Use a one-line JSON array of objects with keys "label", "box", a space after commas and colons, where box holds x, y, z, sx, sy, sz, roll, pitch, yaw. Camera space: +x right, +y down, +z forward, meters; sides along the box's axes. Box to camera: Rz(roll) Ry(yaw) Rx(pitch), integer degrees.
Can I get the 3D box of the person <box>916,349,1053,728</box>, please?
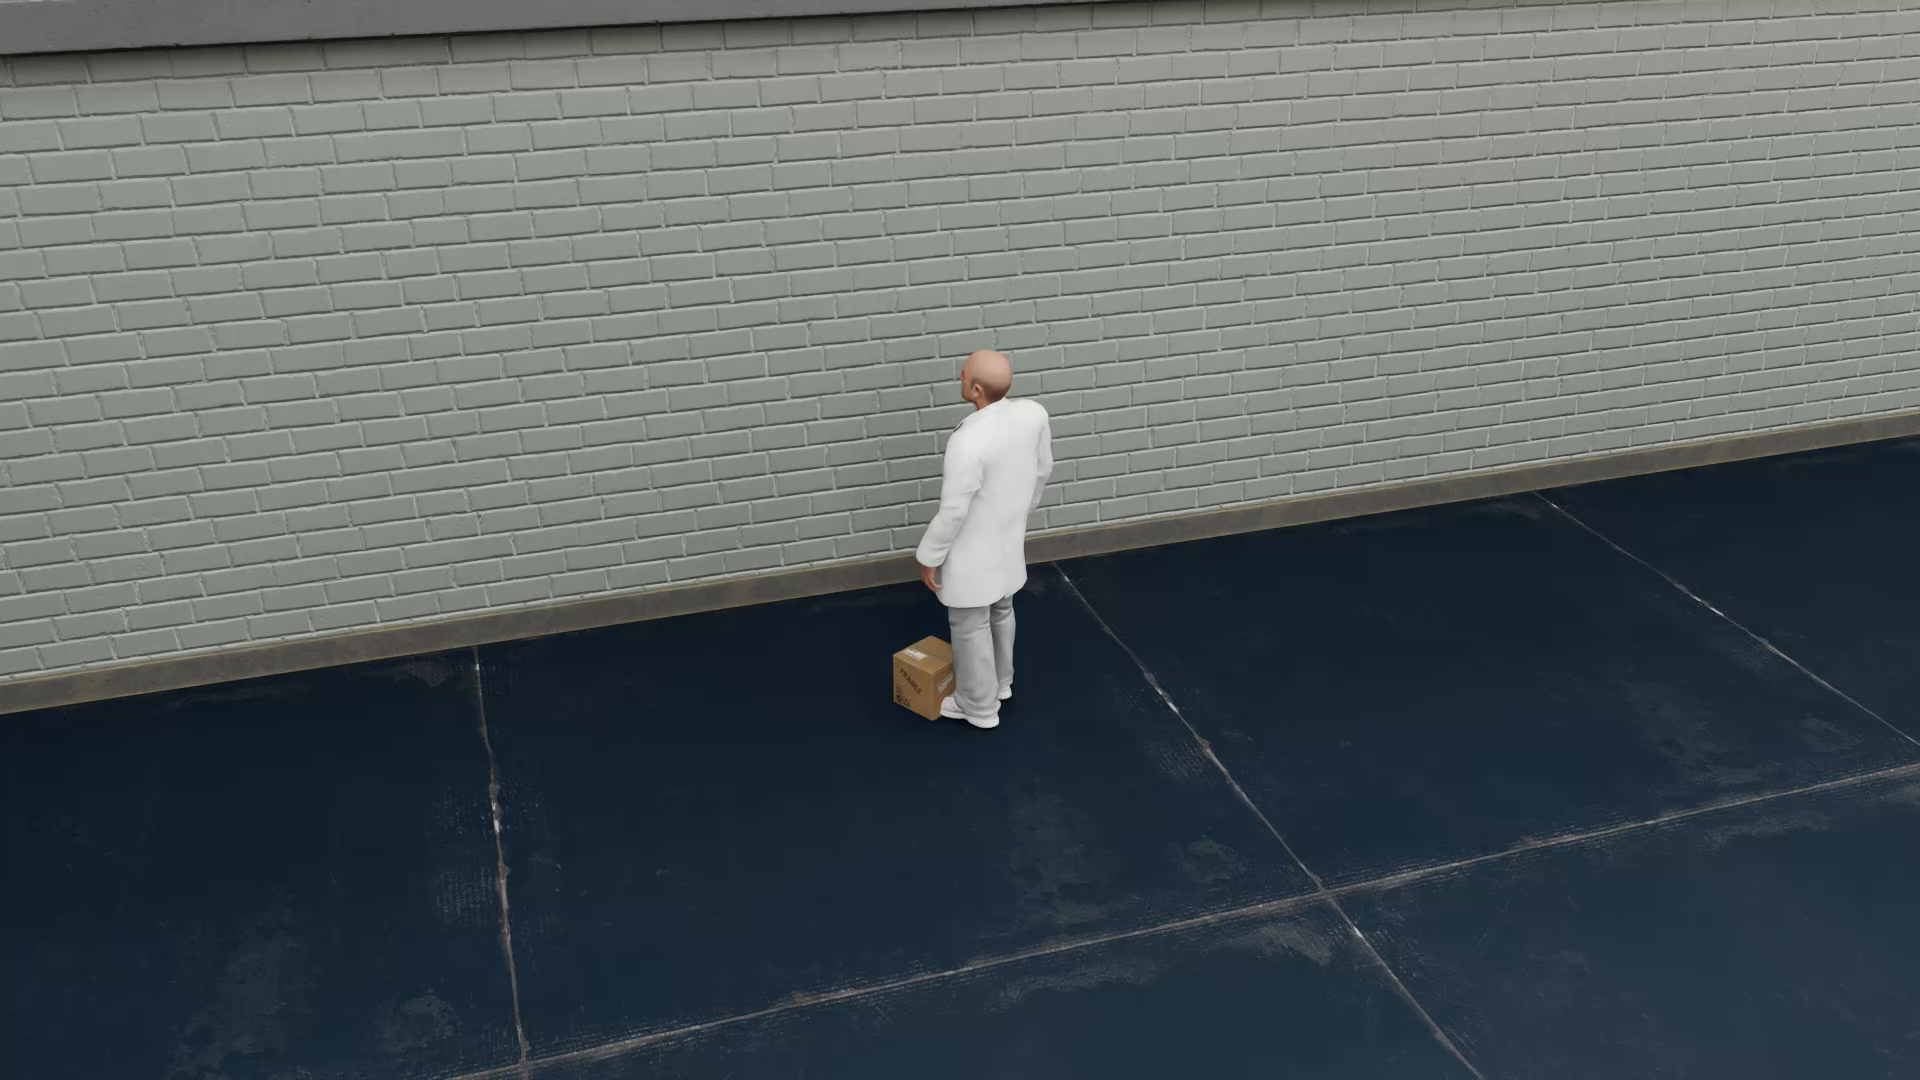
[{"label": "person", "box": [0.027, -0.019, 7.150, 0.582, 1.775, 0.694, 23, 34, 38]}]
